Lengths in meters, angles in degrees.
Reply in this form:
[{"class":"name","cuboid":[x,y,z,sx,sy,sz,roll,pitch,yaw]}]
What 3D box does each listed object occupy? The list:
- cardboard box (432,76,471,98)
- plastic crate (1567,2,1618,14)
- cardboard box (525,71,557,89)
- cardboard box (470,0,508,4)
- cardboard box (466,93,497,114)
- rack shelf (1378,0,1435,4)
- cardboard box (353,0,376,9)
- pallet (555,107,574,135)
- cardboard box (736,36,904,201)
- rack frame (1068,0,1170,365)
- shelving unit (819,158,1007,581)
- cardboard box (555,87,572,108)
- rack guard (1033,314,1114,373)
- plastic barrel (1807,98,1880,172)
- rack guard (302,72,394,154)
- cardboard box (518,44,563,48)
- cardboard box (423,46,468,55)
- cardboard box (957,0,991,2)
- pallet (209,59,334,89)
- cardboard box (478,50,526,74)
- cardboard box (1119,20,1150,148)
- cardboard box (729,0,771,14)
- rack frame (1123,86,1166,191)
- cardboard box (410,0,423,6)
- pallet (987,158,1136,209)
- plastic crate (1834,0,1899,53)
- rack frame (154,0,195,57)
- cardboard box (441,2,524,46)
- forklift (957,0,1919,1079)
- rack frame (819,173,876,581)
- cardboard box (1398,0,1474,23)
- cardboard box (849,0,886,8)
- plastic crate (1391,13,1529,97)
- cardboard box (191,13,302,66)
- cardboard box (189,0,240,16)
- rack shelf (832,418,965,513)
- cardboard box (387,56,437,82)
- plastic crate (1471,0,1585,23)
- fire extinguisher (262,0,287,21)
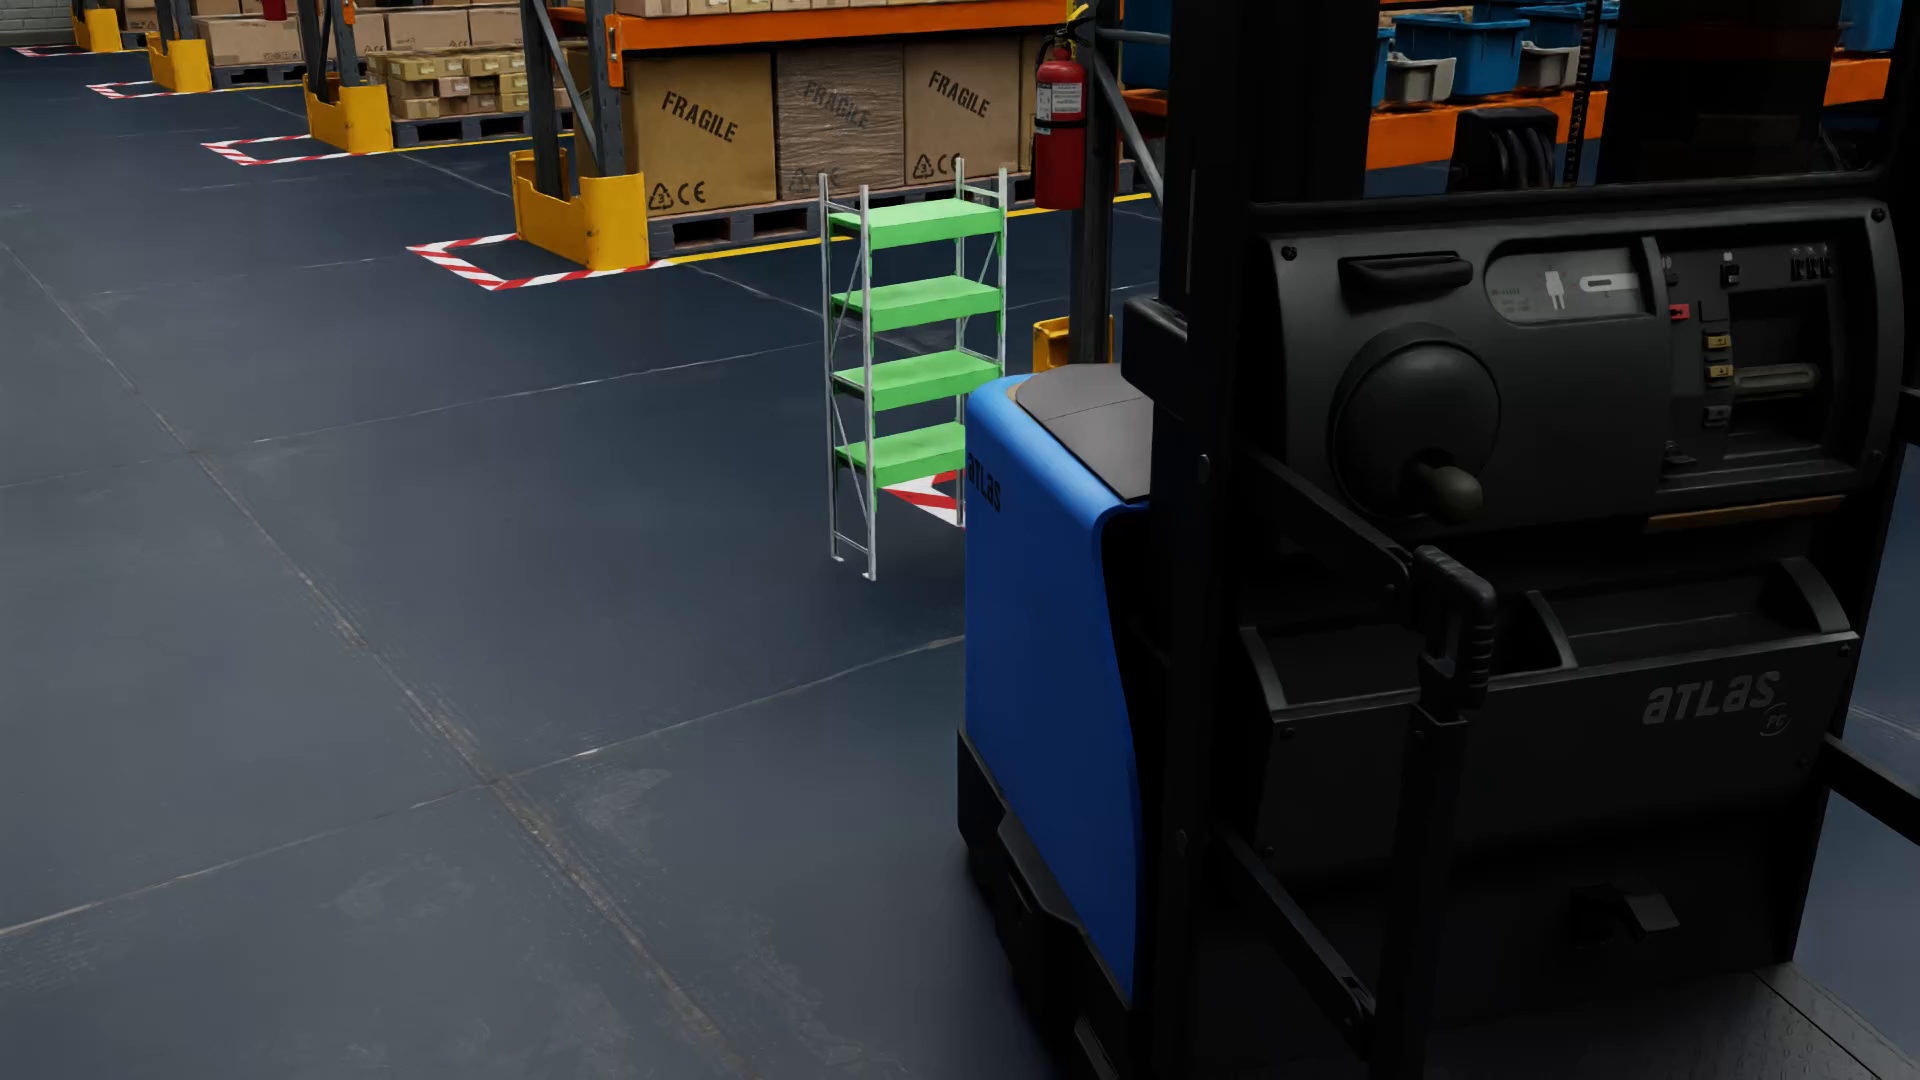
[{"class":"cardboard box","cuboid":[-4.145,-3.669,13.423,0.250,0.149,0.380,-15,26,-33]},{"class":"plastic crate","cuboid":[2.437,-1.832,6.086,0.300,0.233,0.416,-15,26,-33]},{"class":"cardboard box","cuboid":[-3.567,-3.858,13.896,0.250,0.149,0.380,-16,27,-35]},{"class":"cardboard box","cuboid":[-6.653,-7.597,23.193,0.500,0.500,0.500,-15,26,-34]},{"class":"cardboard box","cuboid":[-4.001,-3.607,13.668,0.250,0.149,0.380,-15,26,-32]},{"class":"rack shelf","cuboid":[2.709,-4.032,12.425,4.000,0.370,1.077,-15,26,-33]},{"class":"cardboard box","cuboid":[-8.278,-7.282,22.659,0.500,0.311,0.500,-14,26,-31]},{"class":"pallet","cuboid":[-3.245,-3.731,14.461,1.213,0.211,1.003,-15,26,-33]},{"class":"cardboard box","cuboid":[-0.950,-2.636,10.254,0.875,0.875,0.875,-15,26,-33]},{"class":"rack frame","cuboid":[0.731,-1.578,5.303,0.127,3.000,1.000,-15,26,-33]},{"class":"shelving unit","cuboid":[-0.134,-0.521,5.084,0.503,1.200,0.258,-15,26,-33]},{"class":"cardboard box","cuboid":[-3.325,-3.741,14.004,0.250,0.149,0.380,-16,27,-35]},{"class":"rack guard","cuboid":[0.720,-0.408,5.743,0.348,0.500,1.175,-15,26,-33]},{"class":"plastic barrel","cuboid":[4.430,-1.777,8.066,0.708,0.901,0.600,-15,26,-33]},{"class":"rack guard","cuboid":[-4.914,-3.437,13.336,0.348,0.500,1.175,-15,26,-33]},{"class":"cardboard box","cuboid":[-3.609,-4.187,14.319,0.250,0.149,0.380,-16,27,-35]},{"class":"cardboard box","cuboid":[-4.321,-4.051,13.979,0.250,0.149,0.380,-16,27,-34]},{"class":"cardboard box","cuboid":[-0.013,-3.374,10.144,0.250,0.149,0.380,-15,26,-34]},{"class":"pallet","cuboid":[-7.345,-4.951,17.518,1.213,0.211,1.003,-15,26,-33]},{"class":"cardboard box","cuboid":[-3.766,-3.931,13.677,0.250,0.149,0.380,-16,27,-35]},{"class":"cardboard box","cuboid":[1.594,-3.286,11.885,0.875,0.875,1.225,-15,26,-33]},{"class":"cardboard box","cuboid":[-1.265,-3.040,9.307,0.250,0.149,0.380,-16,27,-34]},{"class":"rack frame","cuboid":[1.086,-3.934,11.207,0.127,3.000,1.000,-15,26,-33]},{"class":"cardboard box","cuboid":[-7.378,-7.637,23.293,0.500,0.500,0.500,-15,26,-33]},{"class":"pallet","cuboid":[0.423,-2.497,11.370,1.213,0.211,1.003,-15,26,-33]},{"class":"plastic crate","cuboid":[3.799,-2.260,6.954,0.575,0.384,0.392,-15,26,-33]},{"class":"rack frame","cuboid":[-7.949,-6.049,16.509,0.127,3.000,1.000,-15,26,-33]},{"class":"cardboard box","cuboid":[-5.274,-5.816,18.816,0.875,0.438,0.875,-15,26,-34]},{"class":"forklift","cuboid":[0.894,-0.215,1.980,1.130,2.935,3.031,-6,23,-15]},{"class":"rack frame","cuboid":[-0.333,-0.469,4.952,0.015,1.200,0.240,-15,26,-33]},{"class":"cardboard box","cuboid":[3.760,-3.865,13.334,0.875,0.875,1.225,-16,27,-35]},{"class":"cardboard box","cuboid":[-0.638,-3.208,9.727,0.250,0.149,0.380,-15,26,-33]},{"class":"plastic crate","cuboid":[1.659,-1.625,5.566,0.300,0.233,0.416,-15,26,-33]},{"class":"cardboard box","cuboid":[-7.471,-5.227,17.339,0.875,0.438,0.875,-16,27,-35]},{"class":"cardboard box","cuboid":[-9.582,-6.853,21.329,0.500,0.500,0.700,-14,26,-31]},{"class":"rack shelf","cuboid":[-0.134,-0.239,5.197,0.480,0.148,0.258,-15,26,-33]},{"class":"cardboard box","cuboid":[-4.352,-3.740,13.200,0.250,0.149,0.380,-16,27,-35]},{"class":"plastic crate","cuboid":[2.249,-2.050,6.630,0.300,0.233,0.416,-15,26,-33]},{"class":"fire extinguisher","cuboid":[-5.450,-4.457,13.126,0.183,0.674,0.296,-15,26,-33]}]
